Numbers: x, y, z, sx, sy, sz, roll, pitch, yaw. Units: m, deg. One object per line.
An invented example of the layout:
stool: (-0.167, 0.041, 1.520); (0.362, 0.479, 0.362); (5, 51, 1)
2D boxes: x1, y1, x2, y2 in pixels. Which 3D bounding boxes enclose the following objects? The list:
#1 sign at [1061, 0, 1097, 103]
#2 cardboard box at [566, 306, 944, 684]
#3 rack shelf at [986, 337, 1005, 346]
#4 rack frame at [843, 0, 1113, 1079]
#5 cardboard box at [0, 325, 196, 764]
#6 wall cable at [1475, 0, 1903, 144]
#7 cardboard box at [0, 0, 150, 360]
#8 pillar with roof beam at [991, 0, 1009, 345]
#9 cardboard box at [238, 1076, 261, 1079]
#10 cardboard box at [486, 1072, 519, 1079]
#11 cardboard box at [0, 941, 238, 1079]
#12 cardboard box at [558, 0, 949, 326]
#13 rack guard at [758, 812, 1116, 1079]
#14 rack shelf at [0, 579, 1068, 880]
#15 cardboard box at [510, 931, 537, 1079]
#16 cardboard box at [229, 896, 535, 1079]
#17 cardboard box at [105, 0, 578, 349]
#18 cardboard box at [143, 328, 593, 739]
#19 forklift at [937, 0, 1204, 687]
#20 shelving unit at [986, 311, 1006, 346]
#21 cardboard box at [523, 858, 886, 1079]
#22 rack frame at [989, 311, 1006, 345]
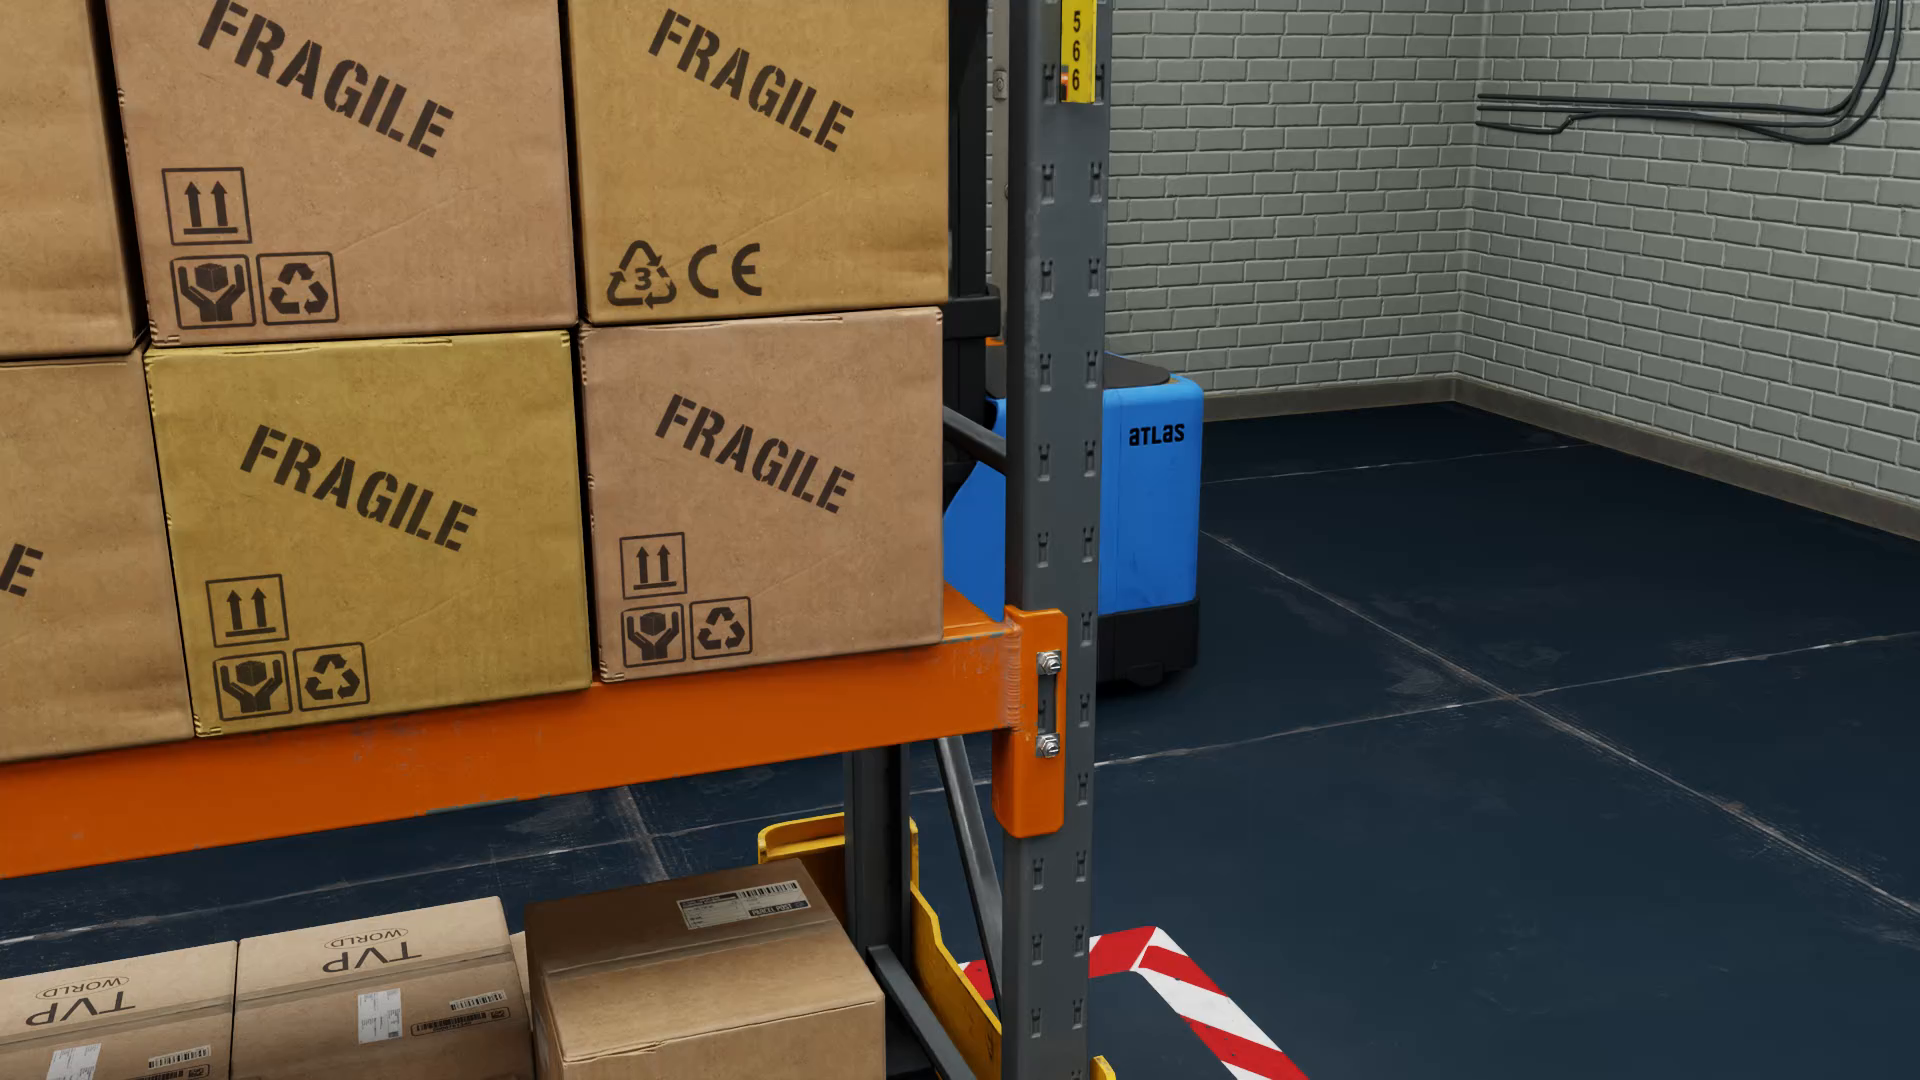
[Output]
sign: (0.160, -0.755, 2.231); (0.005, 0.325, 0.100); (-6, 17, -20)
cardboard box: (-0.340, -0.127, 2.531); (0.500, 0.500, 0.500); (-6, 17, -18)
rack shelf: (0.050, -0.771, 7.392); (0.240, 0.259, 0.215); (-6, 17, -20)
rack frame: (-0.019, -0.196, 2.943); (0.127, 3.000, 1.000); (-6, 17, -20)
cardboard box: (-1.291, -0.025, 2.183); (0.500, 0.500, 0.500); (-6, 17, -20)
wall cable: (3.614, -3.364, 8.593); (0.112, 2.526, 3.097); (-6, 17, -20)
cardboard box: (-1.291, -0.502, 2.032); (0.500, 0.500, 0.500); (-6, 17, -19)
pillar with roof beam: (1.957, -3.745, 4.379); (0.400, 9.000, 9.100); (-6, 17, -20)
cardboard box: (-1.337, 1.120, 2.561); (0.500, 0.250, 0.500); (-6, 17, -20)
cardboard box: (-0.849, 1.089, 2.814); (0.250, 0.166, 0.380); (-6, 17, -20)
cardboard box: (-1.562, 0.993, 2.992); (0.500, 0.250, 0.500); (-6, 17, -20)
cardboard box: (-0.337, -0.607, 2.388); (0.500, 0.500, 0.500); (-6, 18, -21)
rack guard: (-0.090, 1.011, 3.269); (0.348, 0.500, 1.175); (-6, 17, -20)
rack shelf: (-1.887, 0.351, 2.357); (4.000, 0.370, 1.077); (-6, 17, -20)
cardboard box: (-0.767, 0.929, 3.358); (0.250, 0.166, 0.380); (-6, 17, -20)
cardboard box: (-1.096, 0.943, 3.164); (0.500, 0.250, 0.500); (-6, 17, -20)
cardboard box: (-0.808, -0.556, 2.214); (0.500, 0.500, 0.500); (-6, 17, -19)
cardboard box: (-0.823, -0.074, 2.350); (0.500, 0.500, 0.500); (-6, 17, -20)
forklift: (-0.725, -0.866, 5.344); (3.031, 2.935, 1.130); (-7, 18, -22)
shelving unit: (0.050, -0.509, 7.469); (0.252, 1.050, 0.215); (-6, 17, -20)
cardboard box: (-0.439, 0.912, 2.825); (0.500, 0.500, 0.500); (-6, 17, -20)
rack frame: (0.164, -0.521, 7.511); (0.008, 1.050, 0.200); (-6, 17, -20)
